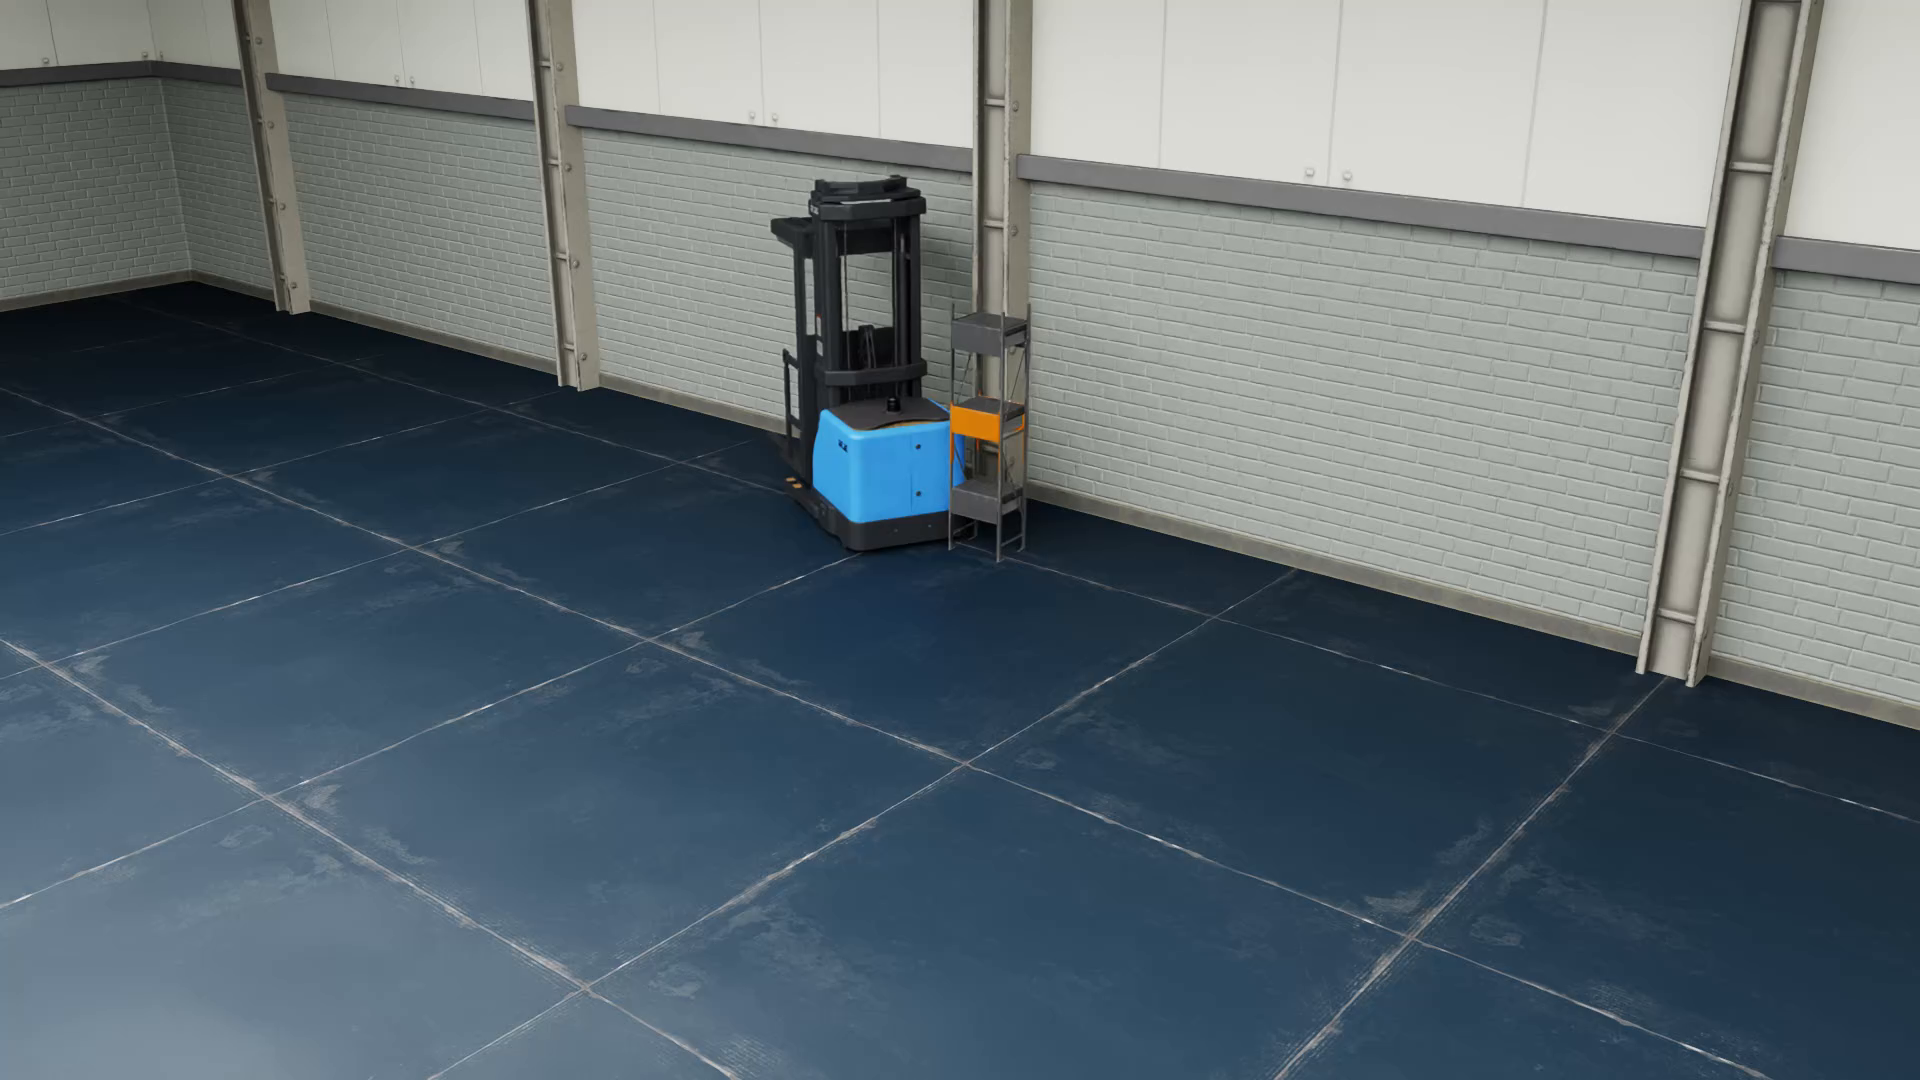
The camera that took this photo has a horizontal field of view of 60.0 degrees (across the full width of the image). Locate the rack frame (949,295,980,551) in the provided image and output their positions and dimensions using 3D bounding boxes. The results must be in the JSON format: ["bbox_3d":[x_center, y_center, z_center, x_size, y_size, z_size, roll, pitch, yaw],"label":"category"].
[{"bbox_3d":[0.036,-0.949,13.692,0.015,2.100,0.400,15,25,32],"label":"rack frame"}]

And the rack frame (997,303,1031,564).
[{"bbox_3d":[0.435,-0.844,13.430,0.015,2.100,0.400,15,25,32],"label":"rack frame"}]

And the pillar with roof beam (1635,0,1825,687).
[{"bbox_3d":[2.281,-2.102,6.988,0.400,9.000,9.100,16,26,36],"label":"pillar with roof beam"}]

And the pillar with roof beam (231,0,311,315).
[{"bbox_3d":[-11.664,-6.117,17.637,0.400,9.000,9.100,16,26,36],"label":"pillar with roof beam"}]

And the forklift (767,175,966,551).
[{"bbox_3d":[-0.988,-1.769,14.704,1.130,2.935,3.031,-9,22,-22],"label":"forklift"}]

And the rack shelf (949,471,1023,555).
[{"bbox_3d":[0.229,-0.230,13.817,0.480,0.518,0.431,15,25,32],"label":"rack shelf"}]

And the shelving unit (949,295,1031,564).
[{"bbox_3d":[0.235,-0.896,13.561,0.503,2.100,0.431,15,25,32],"label":"shelving unit"}]

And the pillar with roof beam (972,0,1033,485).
[{"bbox_3d":[-2.368,-3.440,10.537,0.400,9.000,9.100,16,26,36],"label":"pillar with roof beam"}]

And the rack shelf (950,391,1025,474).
[{"bbox_3d":[0.235,-0.884,13.566,0.480,0.518,0.431,15,25,32],"label":"rack shelf"}]

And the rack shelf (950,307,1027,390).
[{"bbox_3d":[0.241,-1.537,13.314,0.480,0.518,0.431,15,25,32],"label":"rack shelf"}]

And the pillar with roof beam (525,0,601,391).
[{"bbox_3d":[-7.016,-4.779,14.087,0.400,9.000,9.100,16,26,36],"label":"pillar with roof beam"}]
